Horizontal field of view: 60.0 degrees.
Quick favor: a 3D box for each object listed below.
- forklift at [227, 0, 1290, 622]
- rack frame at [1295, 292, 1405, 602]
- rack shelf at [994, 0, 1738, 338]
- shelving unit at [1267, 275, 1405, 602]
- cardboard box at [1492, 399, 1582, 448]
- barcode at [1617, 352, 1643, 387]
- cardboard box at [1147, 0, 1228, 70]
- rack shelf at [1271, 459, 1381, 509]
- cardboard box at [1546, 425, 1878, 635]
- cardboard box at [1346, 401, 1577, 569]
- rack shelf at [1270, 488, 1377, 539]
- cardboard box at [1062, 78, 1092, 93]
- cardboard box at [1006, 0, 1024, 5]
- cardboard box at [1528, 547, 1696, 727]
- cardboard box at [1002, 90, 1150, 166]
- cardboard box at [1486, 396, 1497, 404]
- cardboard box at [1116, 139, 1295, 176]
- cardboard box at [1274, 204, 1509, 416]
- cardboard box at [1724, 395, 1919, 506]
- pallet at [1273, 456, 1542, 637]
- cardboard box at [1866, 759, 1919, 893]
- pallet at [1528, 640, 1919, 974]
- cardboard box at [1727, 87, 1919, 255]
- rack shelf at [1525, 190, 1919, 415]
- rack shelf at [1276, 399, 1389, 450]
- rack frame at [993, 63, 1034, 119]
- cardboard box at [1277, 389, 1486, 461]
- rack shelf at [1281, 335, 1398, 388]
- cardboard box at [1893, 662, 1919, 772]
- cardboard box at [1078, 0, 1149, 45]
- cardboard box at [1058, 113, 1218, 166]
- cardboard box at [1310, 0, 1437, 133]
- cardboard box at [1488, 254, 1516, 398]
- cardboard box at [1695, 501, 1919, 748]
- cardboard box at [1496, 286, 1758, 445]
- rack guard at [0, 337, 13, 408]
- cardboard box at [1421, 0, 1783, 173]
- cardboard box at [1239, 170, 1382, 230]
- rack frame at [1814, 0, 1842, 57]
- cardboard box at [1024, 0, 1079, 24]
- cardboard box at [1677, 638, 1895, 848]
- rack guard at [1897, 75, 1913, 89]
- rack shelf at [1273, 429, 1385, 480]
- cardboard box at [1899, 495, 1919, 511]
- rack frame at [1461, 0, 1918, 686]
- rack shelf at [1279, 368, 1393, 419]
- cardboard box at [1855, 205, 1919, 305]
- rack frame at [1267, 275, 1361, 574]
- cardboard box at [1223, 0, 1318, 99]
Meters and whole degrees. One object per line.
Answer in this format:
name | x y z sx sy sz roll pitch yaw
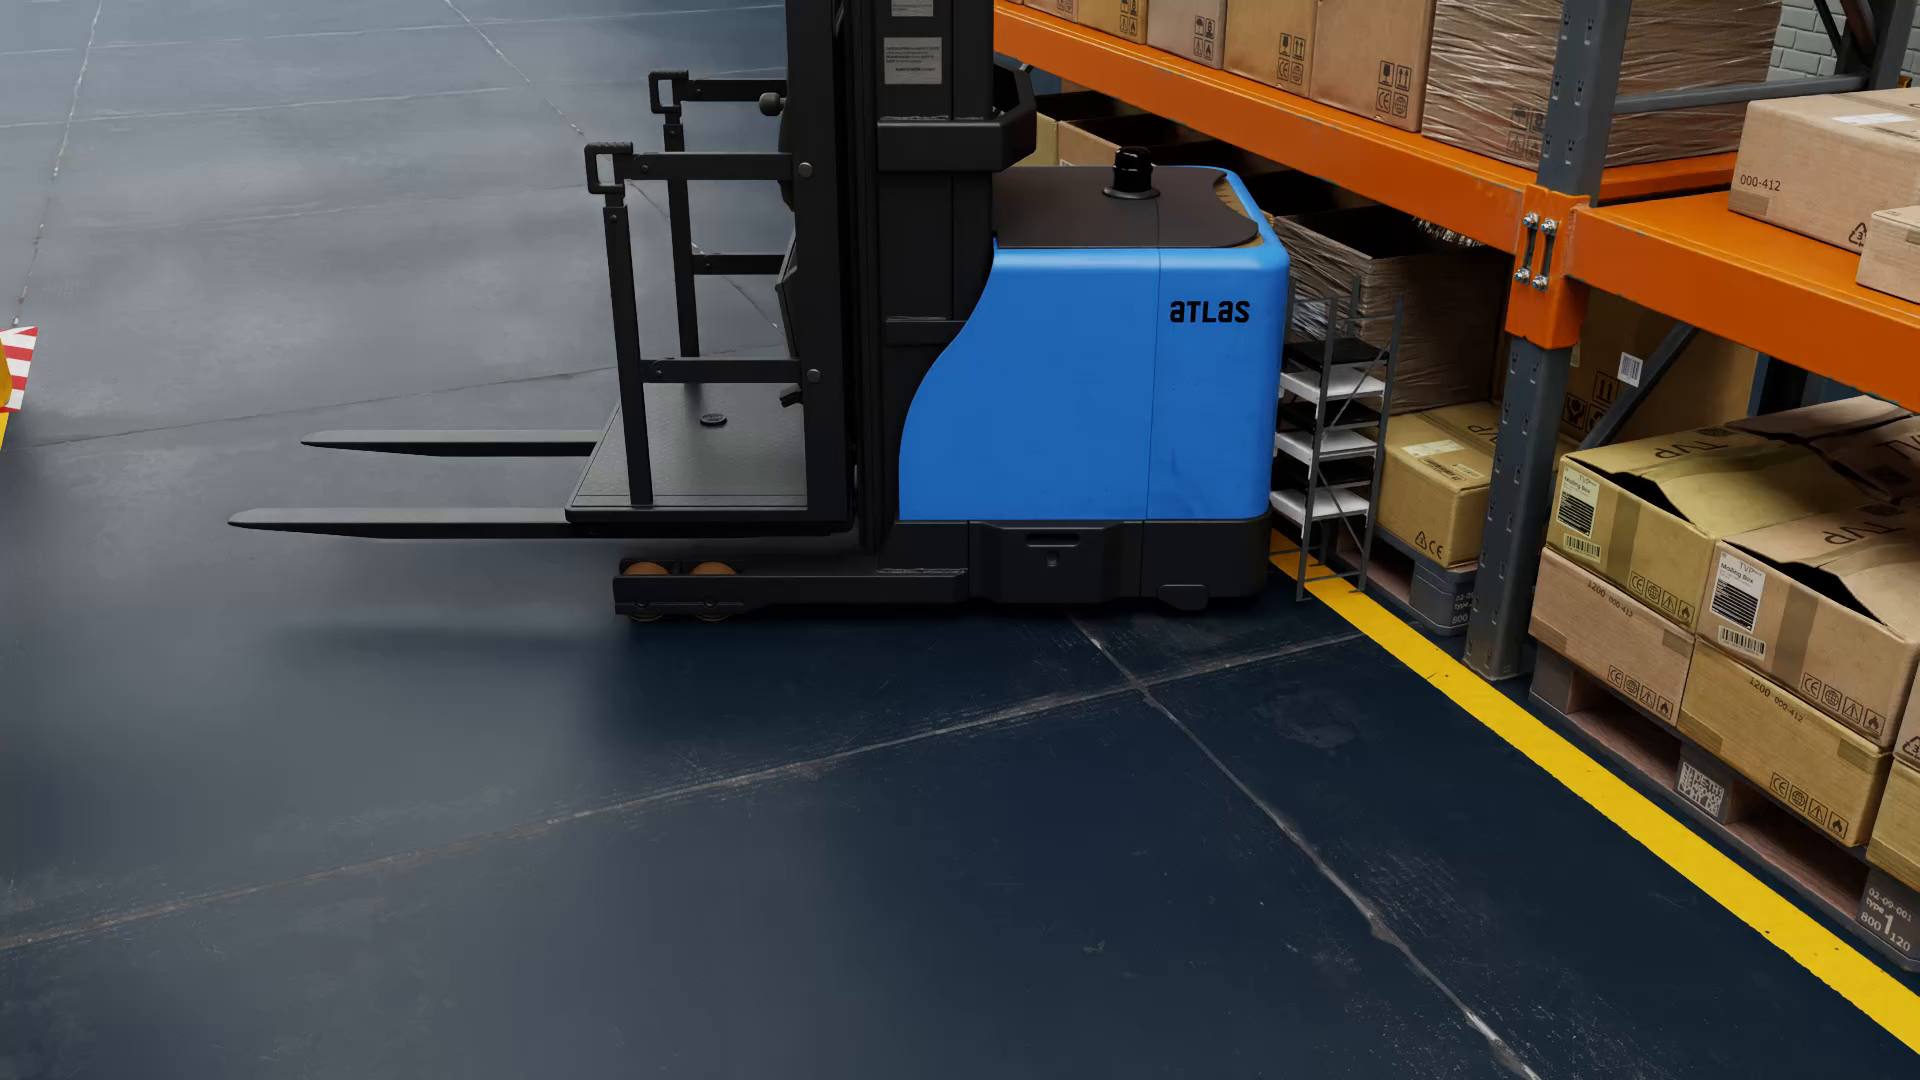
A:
forklift | -0.625 -1.316 4.605 3.031 2.935 1.130 0 26 0
rack frame | 1.098 -0.251 4.700 0.240 0.900 0.006 -8 25 -22
rack shelf | 1.073 -1.553 5.833 1.077 0.370 4.000 -11 28 -21
shelving unit | 1.058 -0.288 4.786 0.258 0.900 0.210 -8 25 -22
cardboard box | 1.954 -0.262 5.022 0.500 0.250 0.500 -11 28 -21
barcode | 1.573 -0.401 3.905 0.001 0.075 0.075 -11 28 -21
cardboard box | 1.070 -1.914 5.637 0.700 0.500 0.500 -10 28 -19
rack shelf | 1.054 -0.174 4.833 0.258 0.077 0.200 -8 25 -22
cardboard box | 1.789 -0.065 3.980 0.500 0.311 0.500 -10 28 -20
cardboard box | 1.474 -0.172 4.839 0.500 0.250 0.500 -11 28 -21
rack shelf | 1.051 -0.091 4.868 0.258 0.077 0.200 -8 25 -22
cardboard box | 0.774 -1.809 7.336 0.500 0.500 0.500 -11 28 -21
cardboard box | 0.461 -2.538 6.916 0.700 0.500 0.500 -11 28 -21
cardboard box | 1.787 0.183 4.111 0.500 0.250 0.500 -11 28 -22
cardboard box | 0.493 -1.518 6.741 0.500 0.500 0.500 -11 28 -21
cardboard box | 1.763 -0.464 5.438 0.500 0.250 0.500 -11 28 -21
cardboard box | 0.880 -1.113 5.912 0.500 0.500 0.500 -11 28 -21
cardboard box | 1.289 -0.713 5.092 0.500 0.500 0.500 -11 28 -21
cardboard box | 2.279 -0.160 4.175 0.500 0.311 0.500 -11 28 -21
pallet | 1.584 -0.144 5.305 1.003 0.211 1.213 -11 28 -21
cardboard box | 2.191 0.598 3.261 0.500 0.250 0.500 -11 28 -22
pallet | 2.181 0.475 4.037 1.003 0.211 1.213 -11 28 -21
cardboard box | 2.090 -0.811 3.662 0.500 0.250 0.500 -9 27 -17
rack shelf | 2.640 0.061 2.525 1.077 0.370 4.000 -11 28 -21
rack shelf | 1.060 -0.340 4.764 0.258 0.077 0.200 -8 25 -22
rack frame | 0.290 -2.684 7.328 1.000 3.000 0.127 -11 28 -21
cardboard box | 1.287 -0.376 5.256 0.500 0.250 0.500 -11 28 -21
rack shelf | 1.065 -0.506 4.694 0.258 0.077 0.200 -8 25 -22
cardboard box | 2.184 0.347 3.137 0.500 0.311 0.500 -12 28 -22
cardboard box | 0.860 -2.126 6.071 0.700 0.500 0.500 -10 28 -20
cardboard box | 0.701 -1.318 6.332 0.500 0.500 0.500 -11 28 -21
cardboard box | 1.465 -1.504 4.798 0.700 0.500 0.500 -11 28 -21
cardboard box | 1.760 -0.801 5.272 0.500 0.500 0.500 -11 28 -21
cardboard box | 1.980 0.138 3.564 0.500 0.311 0.500 -11 28 -21
cardboard box | 1.963 -0.600 4.861 0.500 0.500 0.500 -11 28 -21
rack guard | -4.196 -0.689 6.091 1.175 0.500 0.348 -11 28 -21
cardboard box | 1.677 -1.292 4.364 0.700 0.500 0.500 -11 28 -22
cardboard box | 1.090 -0.914 5.504 0.500 0.500 0.500 -11 28 -21
rack frame | 4.847 -3.537 9.075 1.000 3.000 0.127 -11 28 -21
cardboard box | 0.671 -2.327 6.483 0.700 0.500 0.500 -10 28 -19
cardboard box | 1.986 0.390 3.688 0.500 0.250 0.500 -10 28 -19
rack guard | 4.876 -2.383 9.560 1.175 0.500 0.348 -11 28 -21
rack shelf | 1.057 -0.257 4.798 0.258 0.077 0.200 -8 25 -22
cardboard box | 2.489 0.049 3.747 0.500 0.311 0.500 -10 28 -19
rack frame | 1.857 -1.069 4.021 1.000 3.000 0.127 -11 28 -21
rack shelf | 1.063 -0.423 4.729 0.258 0.077 0.200 -8 25 -22
cardboard box | 2.016 -0.563 3.272 0.380 0.149 0.250 -11 28 -21
rack frame | 1.018 -0.325 4.871 0.240 0.900 0.006 -8 25 -22
cardboard box | 1.272 -1.707 5.214 0.700 0.500 0.500 -10 28 -20
